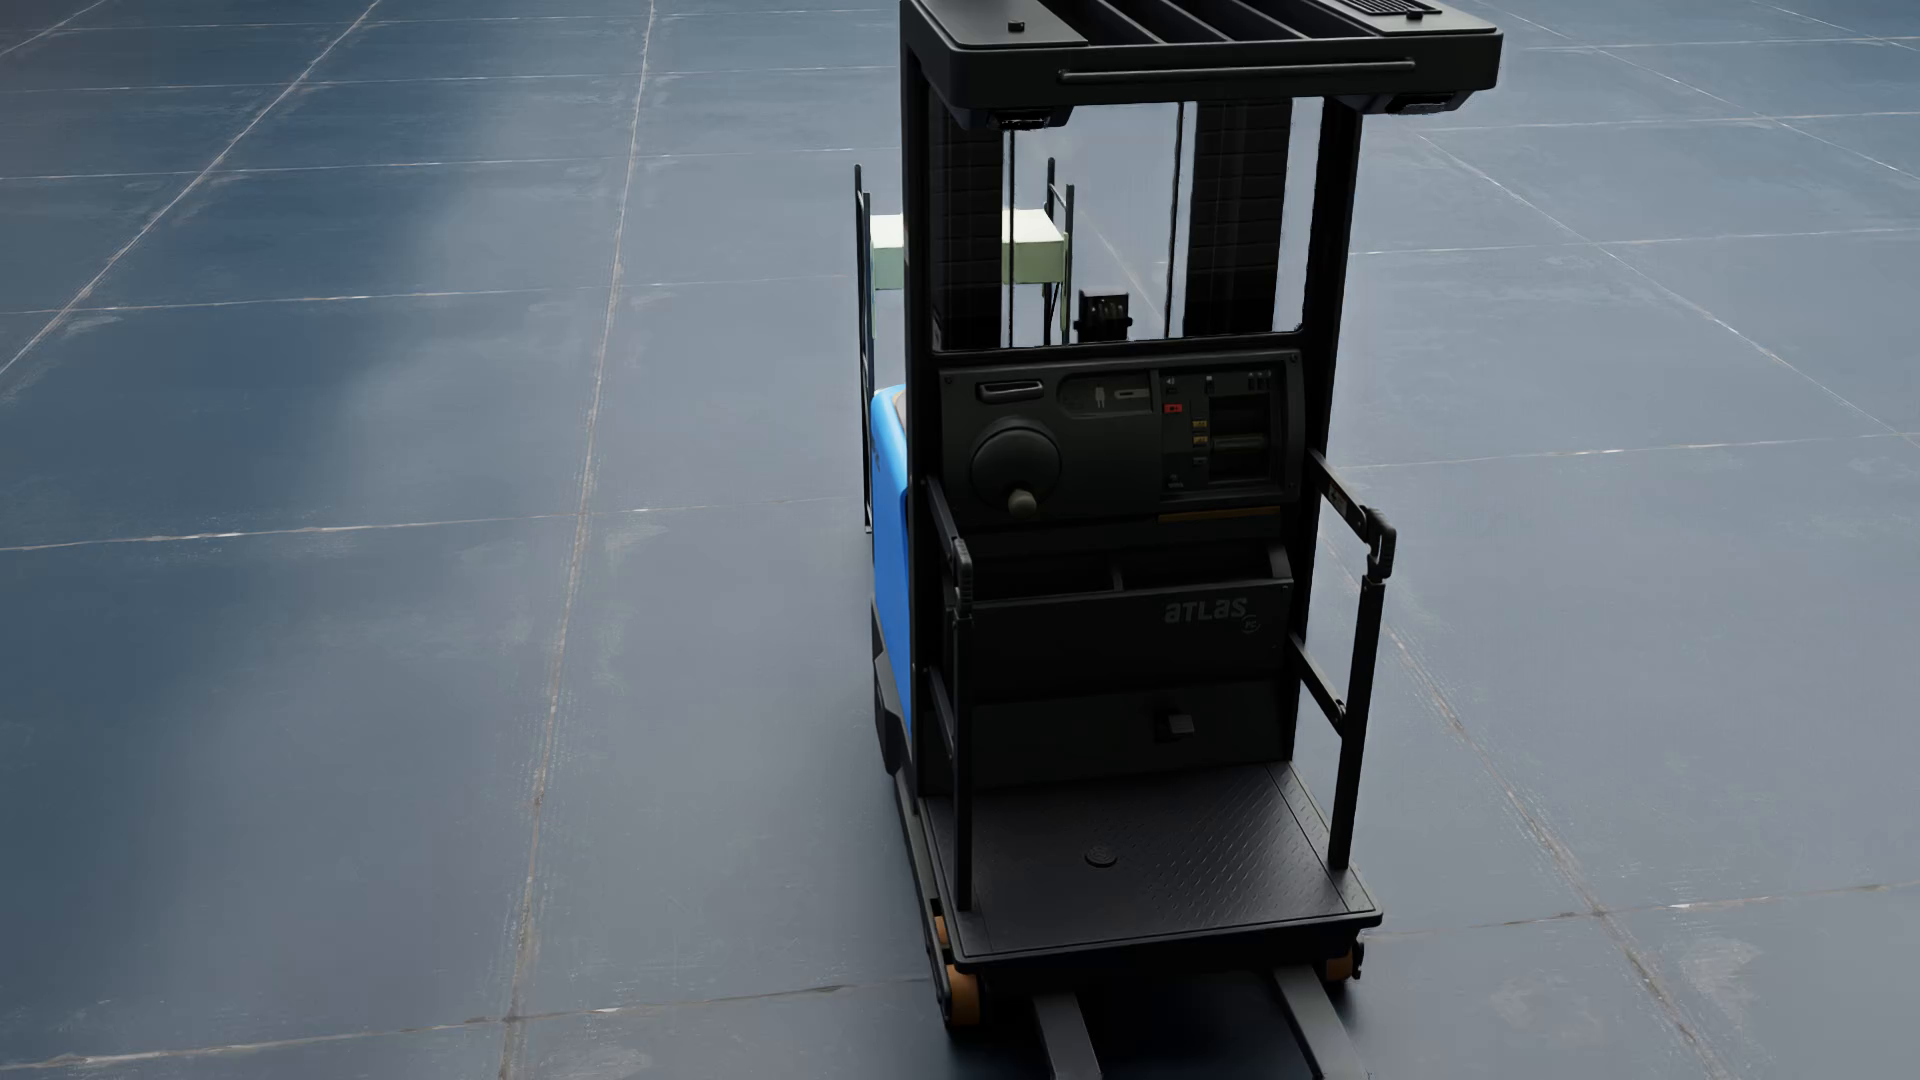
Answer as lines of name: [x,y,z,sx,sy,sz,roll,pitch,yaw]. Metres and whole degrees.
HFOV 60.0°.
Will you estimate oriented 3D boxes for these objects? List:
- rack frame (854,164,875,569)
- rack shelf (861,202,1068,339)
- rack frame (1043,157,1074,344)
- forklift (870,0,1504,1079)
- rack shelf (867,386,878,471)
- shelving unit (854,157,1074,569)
rack frame: [-0.356,-0.644,6.363,0.023,1.500,0.400,-4,27,-7]
rack shelf: [0.007,-1.015,6.230,0.720,0.370,0.431,-4,27,-7]
rack frame: [0.369,-0.691,6.454,0.023,1.500,0.400,-4,27,-7]
forklift: [0.449,-0.225,3.978,1.130,2.935,3.031,-4,27,-8]
rack shelf: [0.007,-0.378,6.557,0.720,0.370,0.431,-4,27,-7]
shelving unit: [0.007,-0.668,6.408,0.755,1.500,0.431,-4,27,-7]
